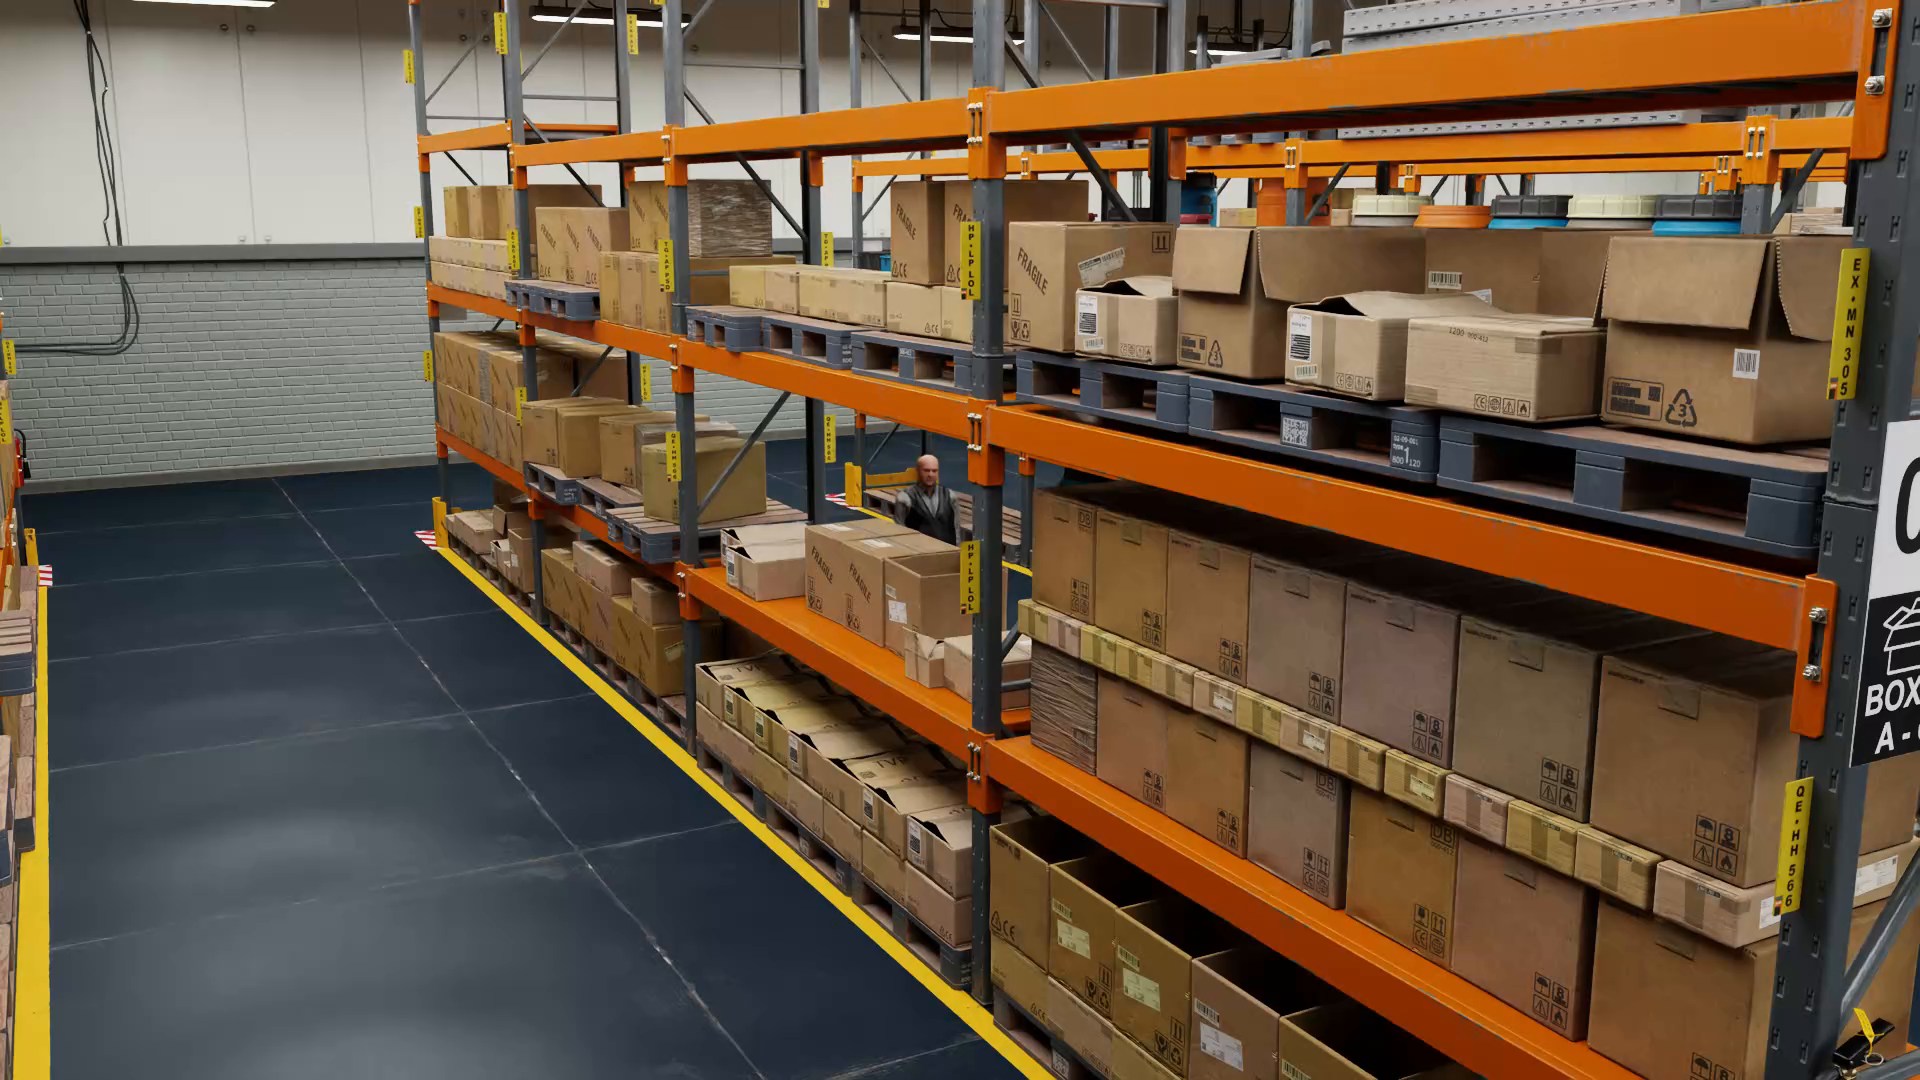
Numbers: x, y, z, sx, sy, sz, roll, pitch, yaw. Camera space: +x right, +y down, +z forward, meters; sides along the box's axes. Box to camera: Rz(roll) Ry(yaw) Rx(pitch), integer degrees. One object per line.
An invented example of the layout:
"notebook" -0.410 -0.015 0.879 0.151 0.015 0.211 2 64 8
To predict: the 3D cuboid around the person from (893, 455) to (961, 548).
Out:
"person" -0.249 0.198 13.034 0.555 1.736 0.523 -4 12 -18
